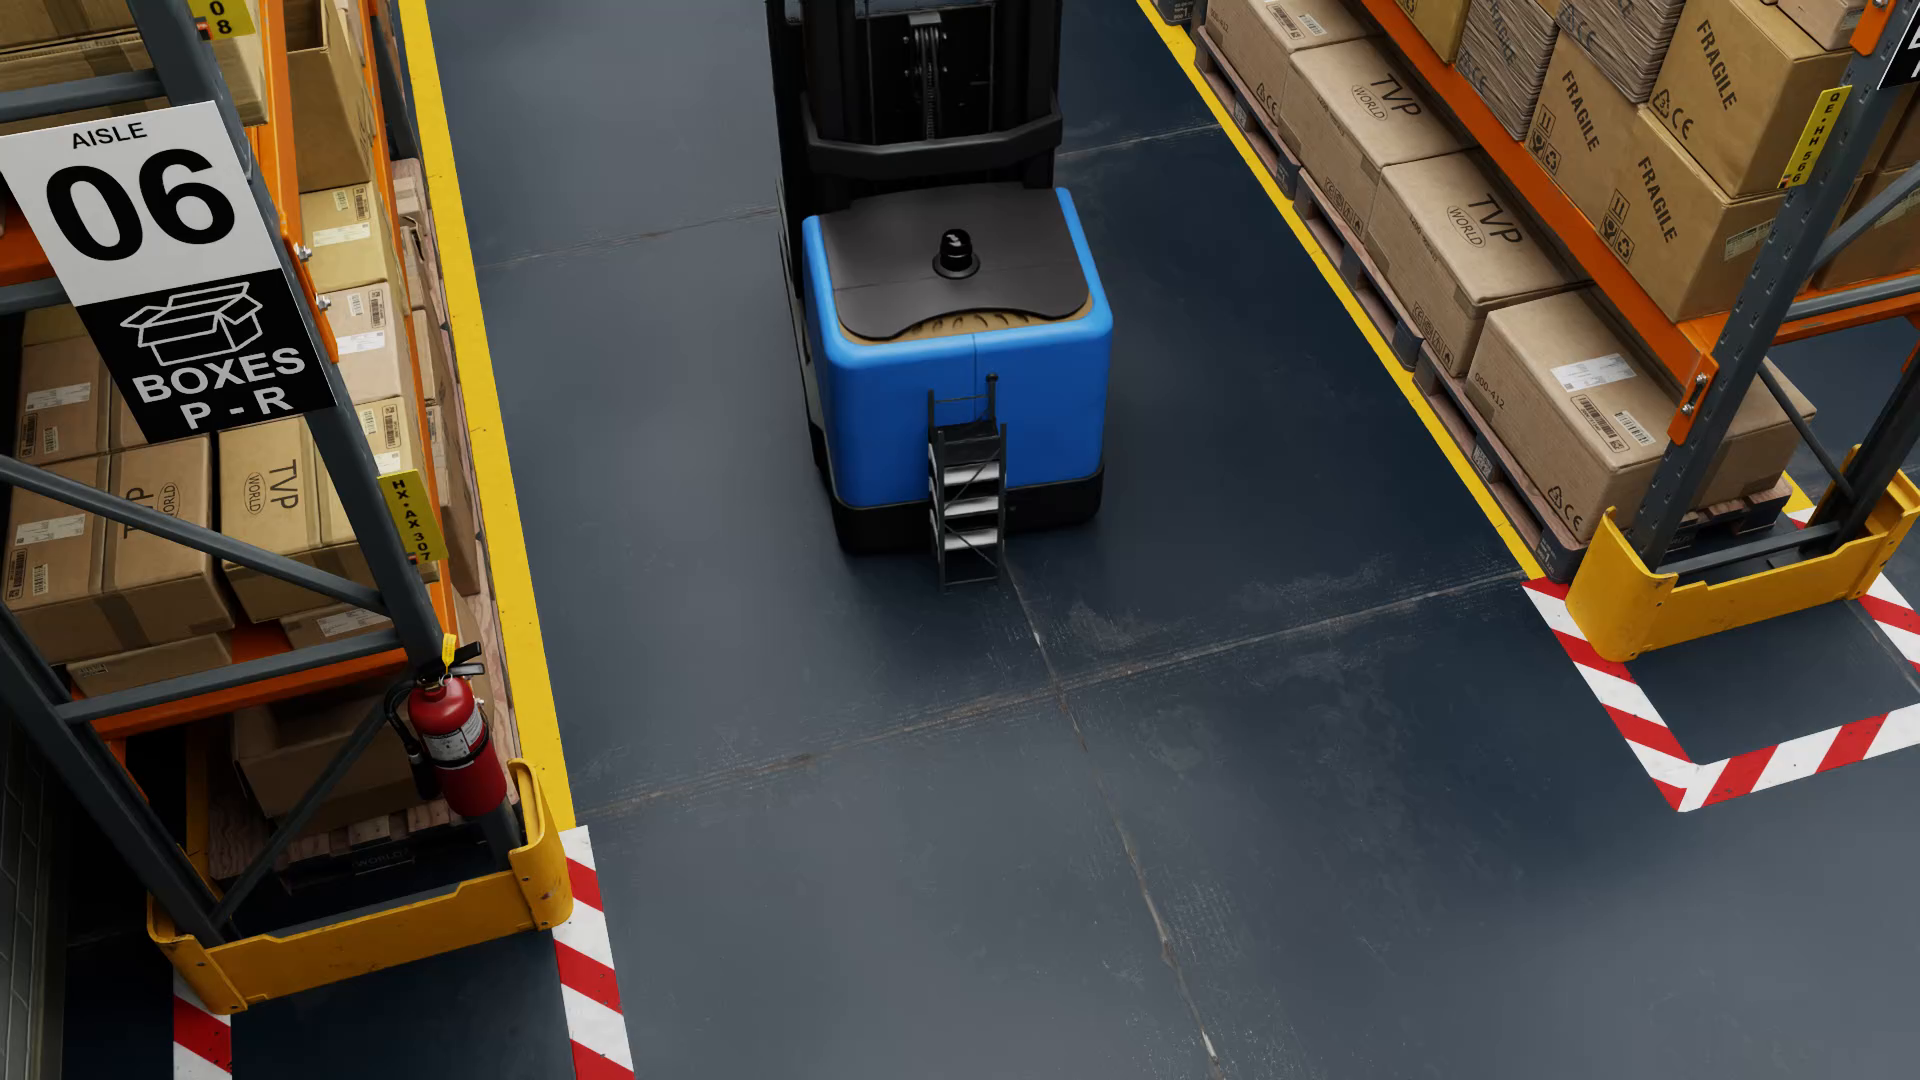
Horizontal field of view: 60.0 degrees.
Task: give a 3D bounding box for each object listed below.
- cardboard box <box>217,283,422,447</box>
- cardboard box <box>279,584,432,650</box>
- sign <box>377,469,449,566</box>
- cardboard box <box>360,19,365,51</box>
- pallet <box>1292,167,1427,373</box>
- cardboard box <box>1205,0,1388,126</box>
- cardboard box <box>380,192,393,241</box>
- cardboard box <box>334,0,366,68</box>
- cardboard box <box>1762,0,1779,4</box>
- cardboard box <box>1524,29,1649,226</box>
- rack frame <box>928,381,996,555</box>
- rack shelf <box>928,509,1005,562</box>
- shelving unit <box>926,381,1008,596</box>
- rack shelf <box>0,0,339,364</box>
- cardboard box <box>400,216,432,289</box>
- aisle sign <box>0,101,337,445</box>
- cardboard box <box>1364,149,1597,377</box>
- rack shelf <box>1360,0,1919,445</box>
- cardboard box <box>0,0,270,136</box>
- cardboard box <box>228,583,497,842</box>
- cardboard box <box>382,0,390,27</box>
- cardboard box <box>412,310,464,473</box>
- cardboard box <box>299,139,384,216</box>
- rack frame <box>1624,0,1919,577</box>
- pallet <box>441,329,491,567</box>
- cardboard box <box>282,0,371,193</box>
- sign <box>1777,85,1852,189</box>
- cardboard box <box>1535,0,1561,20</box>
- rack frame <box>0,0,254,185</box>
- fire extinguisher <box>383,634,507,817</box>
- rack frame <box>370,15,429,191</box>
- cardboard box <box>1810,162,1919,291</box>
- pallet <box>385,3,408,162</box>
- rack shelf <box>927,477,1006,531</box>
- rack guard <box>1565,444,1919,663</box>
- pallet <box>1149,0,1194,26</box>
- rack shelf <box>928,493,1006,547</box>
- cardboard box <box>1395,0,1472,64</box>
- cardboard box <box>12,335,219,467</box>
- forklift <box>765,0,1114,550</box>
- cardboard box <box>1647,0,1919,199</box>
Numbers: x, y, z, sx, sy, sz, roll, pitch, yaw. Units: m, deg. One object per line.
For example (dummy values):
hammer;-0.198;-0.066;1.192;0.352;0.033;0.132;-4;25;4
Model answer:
cardboard box;-1.878;-0.458;4.867;0.500;0.250;0.500;-13;51;-11
cardboard box;-1.687;0.129;4.633;0.380;0.149;0.250;-14;51;-11
sign;-1.334;-0.051;4.055;0.100;0.325;0.005;-13;51;-11
cardboard box;-2.502;-1.945;6.381;0.380;0.149;0.250;-12;51;-10
pallet;2.220;-1.331;7.524;1.003;0.211;1.213;-13;51;-11
cardboard box;1.789;-2.523;8.106;0.875;0.438;0.875;-14;51;-12
cardboard box;-2.118;-1.011;5.594;0.380;0.149;0.250;-12;51;-10
cardboard box;-2.489;-1.939;6.116;0.500;0.250;0.500;-13;51;-11
cardboard box;2.493;-1.735;4.897;0.380;0.149;0.250;-12;51;-10
cardboard box;2.359;-1.469;5.751;0.500;0.500;0.500;-14;51;-12
rack frame;0.006;-0.248;6.160;0.240;0.900;0.006;-8;50;-7
rack shelf;0.024;-0.034;6.259;0.258;0.077;0.200;-8;50;-7
shelving unit;0.024;-0.172;6.096;0.258;0.900;0.210;-8;50;-7
rack shelf;-2.443;-1.845;4.642;1.077;0.370;4.000;-13;51;-11
cardboard box;-2.484;-1.224;7.123;0.396;0.266;0.258;-12;51;-10
aisle sign;-1.551;-0.504;3.302;0.394;0.787;0.004;-13;51;-11
cardboard box;2.319;-1.210;6.999;0.875;0.438;0.875;-12;51;-10
rack shelf;2.297;-2.003;6.737;1.077;0.370;4.000;-13;51;-11
cardboard box;-1.722;-1.050;3.404;0.500;0.250;0.500;-14;51;-11
cardboard box;-1.942;0.552;5.471;0.797;0.503;0.637;-15;52;-12
cardboard box;-3.130;-2.691;8.207;0.500;0.500;0.500;-14;51;-11
cardboard box;-2.219;-0.489;6.350;0.500;0.500;0.500;-12;51;-10
cardboard box;-2.203;-1.196;5.489;0.500;0.250;0.500;-15;51;-12
rack frame;2.889;-0.775;5.231;1.000;3.000;0.127;-13;51;-11
pallet;-2.468;-0.278;6.636;1.003;0.211;1.213;-13;51;-11
cardboard box;-2.173;-1.427;5.193;0.500;0.500;0.500;-12;51;-10
sign;2.366;-1.112;4.603;0.100;0.325;0.005;-13;51;-11
cardboard box;2.193;-2.164;5.683;0.500;0.500;0.500;-14;51;-11
rack frame;-1.852;-1.583;1.989;1.000;3.000;0.127;-13;51;-11
fire extinguisher;-1.367;0.499;4.452;0.296;0.674;0.183;-13;51;-11
rack frame;-3.035;-2.571;6.745;1.000;3.000;0.127;-13;51;-11
cardboard box;3.021;-1.222;5.543;0.500;0.500;0.500;-14;51;-11
pallet;-3.312;-2.258;8.305;1.003;0.211;1.213;-13;51;-11
rack shelf;0.024;-0.150;6.121;0.258;0.077;0.200;-8;50;-7
rack guard;2.896;0.049;6.172;1.175;0.500;0.348;-13;51;-11
pallet;1.406;-3.344;9.220;1.003;0.211;1.213;-13;51;-11
rack shelf;0.024;-0.092;6.190;0.258;0.077;0.200;-8;50;-7
cardboard box;2.032;-2.217;6.381;0.500;0.500;0.500;-12;51;-10
cardboard box;-2.393;-0.350;4.776;0.500;0.250;0.500;-13;51;-11
forklift;-0.210;-2.055;6.355;1.130;2.935;3.031;-8;50;-7
cardboard box;2.519;-1.427;5.062;0.500;0.500;0.500;-12;51;-10
